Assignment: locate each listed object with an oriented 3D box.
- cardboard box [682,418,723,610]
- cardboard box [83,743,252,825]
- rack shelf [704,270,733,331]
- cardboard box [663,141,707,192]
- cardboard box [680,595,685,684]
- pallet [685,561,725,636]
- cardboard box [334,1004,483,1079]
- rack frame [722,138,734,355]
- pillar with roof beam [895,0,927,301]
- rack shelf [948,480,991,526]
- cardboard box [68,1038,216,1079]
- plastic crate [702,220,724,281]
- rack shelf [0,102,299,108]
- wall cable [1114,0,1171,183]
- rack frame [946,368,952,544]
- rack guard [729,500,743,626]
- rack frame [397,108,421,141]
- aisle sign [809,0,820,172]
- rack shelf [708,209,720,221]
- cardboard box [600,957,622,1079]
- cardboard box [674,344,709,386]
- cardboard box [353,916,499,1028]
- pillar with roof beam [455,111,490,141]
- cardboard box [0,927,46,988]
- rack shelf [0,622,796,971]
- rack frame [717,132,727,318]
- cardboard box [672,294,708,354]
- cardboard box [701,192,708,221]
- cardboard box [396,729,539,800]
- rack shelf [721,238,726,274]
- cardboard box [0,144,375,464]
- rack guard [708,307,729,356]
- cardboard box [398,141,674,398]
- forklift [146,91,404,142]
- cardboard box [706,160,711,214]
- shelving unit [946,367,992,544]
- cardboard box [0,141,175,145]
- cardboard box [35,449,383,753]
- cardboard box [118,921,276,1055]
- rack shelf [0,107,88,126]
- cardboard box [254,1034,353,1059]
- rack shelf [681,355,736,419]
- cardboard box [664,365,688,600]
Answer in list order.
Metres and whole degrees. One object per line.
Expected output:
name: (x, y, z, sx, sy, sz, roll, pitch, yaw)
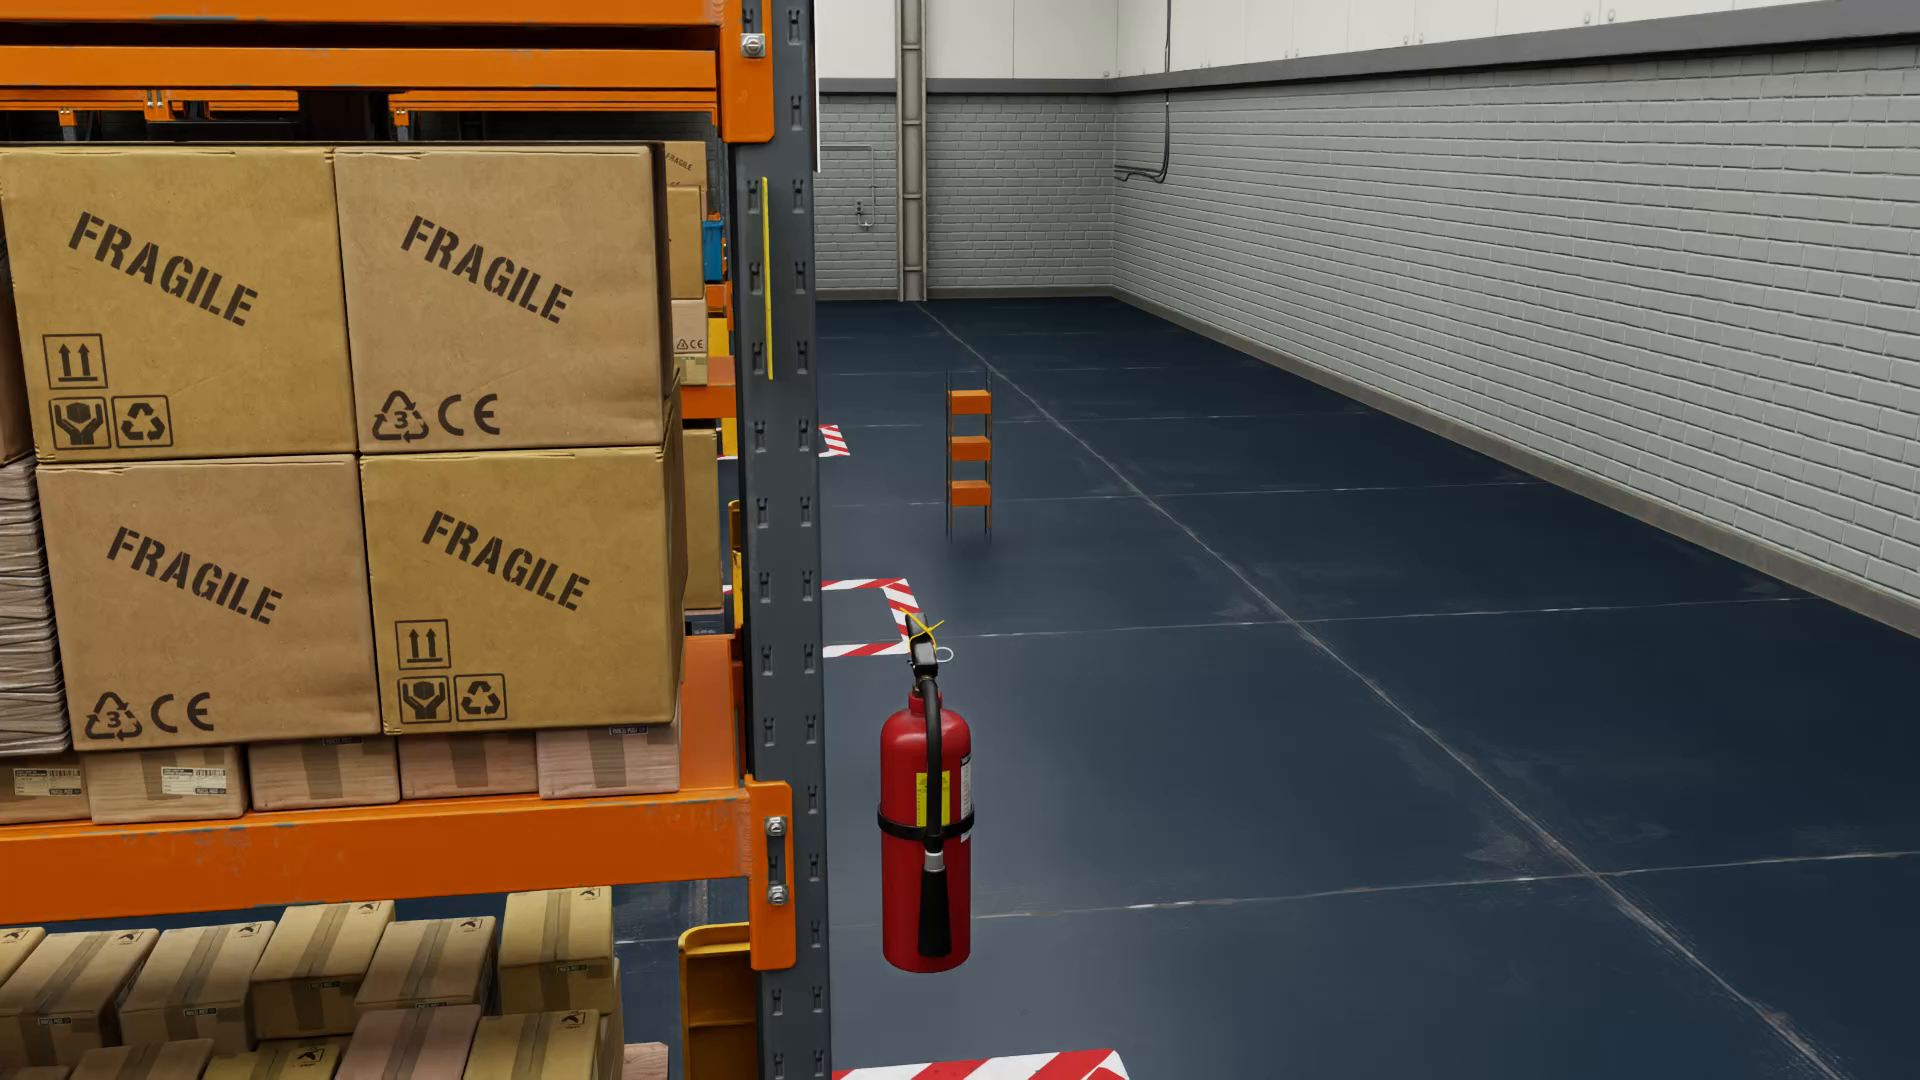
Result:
cardboard box: (-1.642, -0.179, 8.276, 0.875, 0.875, 0.875, -2, 14, -8)
cardboard box: (-1.408, 0.377, 3.068, 0.250, 0.149, 0.380, -2, 14, -7)
rack shelf: (-3.736, -1.819, 12.787, 4.000, 0.370, 1.077, -2, 14, -8)
cardboard box: (-2.892, -3.883, 17.278, 0.500, 0.500, 0.500, -2, 14, -9)
cardboard box: (-0.751, 0.203, 3.764, 0.250, 0.149, 0.380, -2, 14, -9)
pallet: (-1.800, 0.352, 8.386, 1.213, 0.211, 1.003, -2, 14, -8)
cardboard box: (-1.125, 1.114, 3.388, 0.250, 0.149, 0.380, -2, 14, -7)
rack frame: (-1.759, -2.240, 12.988, 0.127, 3.000, 1.000, -2, 14, -8)
pillar with roof beam: (-0.052, -6.803, 18.851, 0.400, 9.000, 9.100, -2, 14, -8)
rack shelf: (0.053, -0.231, 10.172, 0.240, 0.259, 0.215, -2, 14, -8)
cardboard box: (-1.627, 1.148, 3.252, 0.250, 0.149, 0.380, -3, 14, -11)
plastic crate: (-2.062, -2.229, 12.749, 0.499, 0.435, 0.616, -2, 14, -8)
rack shelf: (-8.426, -4.320, 16.595, 4.000, 0.370, 1.077, -2, 14, -8)
wall cable: (2.412, -6.146, 22.613, 0.112, 2.526, 3.097, -2, 14, -8)
rack frame: (-0.068, -0.507, 10.084, 0.008, 1.050, 0.200, -2, 14, -8)
rack guard: (-0.997, 0.163, 8.545, 0.348, 0.500, 1.175, -2, 14, -8)
rack frame: (-7.190, -4.478, 21.912, 0.127, 3.000, 1.000, -2, 14, -8)
aisle sign: (-0.265, -1.043, 2.872, 0.004, 0.787, 0.394, -2, 14, -8)
rack shelf: (-5.212, -4.202, 22.289, 4.000, 0.370, 1.077, -2, 14, -8)
cardboard box: (-0.938, 1.140, 3.896, 0.250, 0.149, 0.380, -1, 14, -6)
cardboard box: (-1.324, -0.835, 7.901, 0.250, 0.149, 0.380, -2, 14, -7)
cardboard box: (-1.205, 1.015, 3.784, 0.250, 0.149, 0.380, -2, 14, -7)
pillar with roof beam: (-5.985, -6.586, 17.984, 0.400, 9.000, 9.100, -2, 14, -8)
cardboard box: (-2.249, 1.028, 3.730, 0.250, 0.149, 0.380, -2, 14, -7)
rack shelf: (-2.359, 0.569, 3.264, 4.000, 0.370, 1.077, -2, 14, -8)
rack frame: (-2.493, -3.432, 17.740, 0.127, 3.000, 1.000, -2, 14, -8)
cardboard box: (-1.460, -1.039, 7.895, 0.500, 0.250, 0.500, -2, 14, -9)
cardboard box: (-2.895, -3.399, 17.402, 0.500, 0.500, 0.500, -2, 14, -7)
cardboard box: (-0.914, 0.350, 3.178, 0.250, 0.149, 0.380, -2, 14, -8)
rack shelf: (-4.471, -3.010, 17.538, 4.000, 0.370, 1.077, -2, 14, -8)
cardboard box: (-1.298, -0.435, 2.918, 0.500, 0.500, 0.500, -3, 14, -10)
rack guard: (-2.568, -2.217, 18.033, 0.348, 0.500, 1.175, -2, 14, -8)
cardboard box: (-0.865, -0.577, 3.485, 0.500, 0.500, 0.500, -2, 14, -9)
forklift: (-4.153, -1.465, 10.038, 3.031, 2.935, 1.130, -2, 14, -10)
cardboard box: (-3.737, -4.748, 22.370, 0.700, 0.700, 0.980, -1, 14, -6)
shelving unit: (0.053, -0.511, 10.102, 0.252, 1.050, 0.215, -2, 14, -8)
cardboard box: (-1.881, -0.544, 3.353, 0.500, 0.500, 0.500, -2, 14, -10)
cardboard box: (-1.298, 0.051, 3.036, 0.500, 0.500, 0.500, -2, 14, -9)
cardboard box: (-1.706, 1.022, 3.755, 0.250, 0.149, 0.380, -3, 14, -11)
rack shelf: (-13.123, -5.367, 20.768, 4.000, 0.370, 1.077, -2, 14, -8)
cardboard box: (-1.446, 1.167, 3.790, 0.250, 0.149, 0.380, -2, 14, -8)
rack shelf: (-2.998, -0.627, 8.036, 4.000, 0.370, 1.077, -2, 14, -8)
cardboard box: (-0.867, -0.095, 3.617, 0.500, 0.500, 0.500, -1, 14, -6)
